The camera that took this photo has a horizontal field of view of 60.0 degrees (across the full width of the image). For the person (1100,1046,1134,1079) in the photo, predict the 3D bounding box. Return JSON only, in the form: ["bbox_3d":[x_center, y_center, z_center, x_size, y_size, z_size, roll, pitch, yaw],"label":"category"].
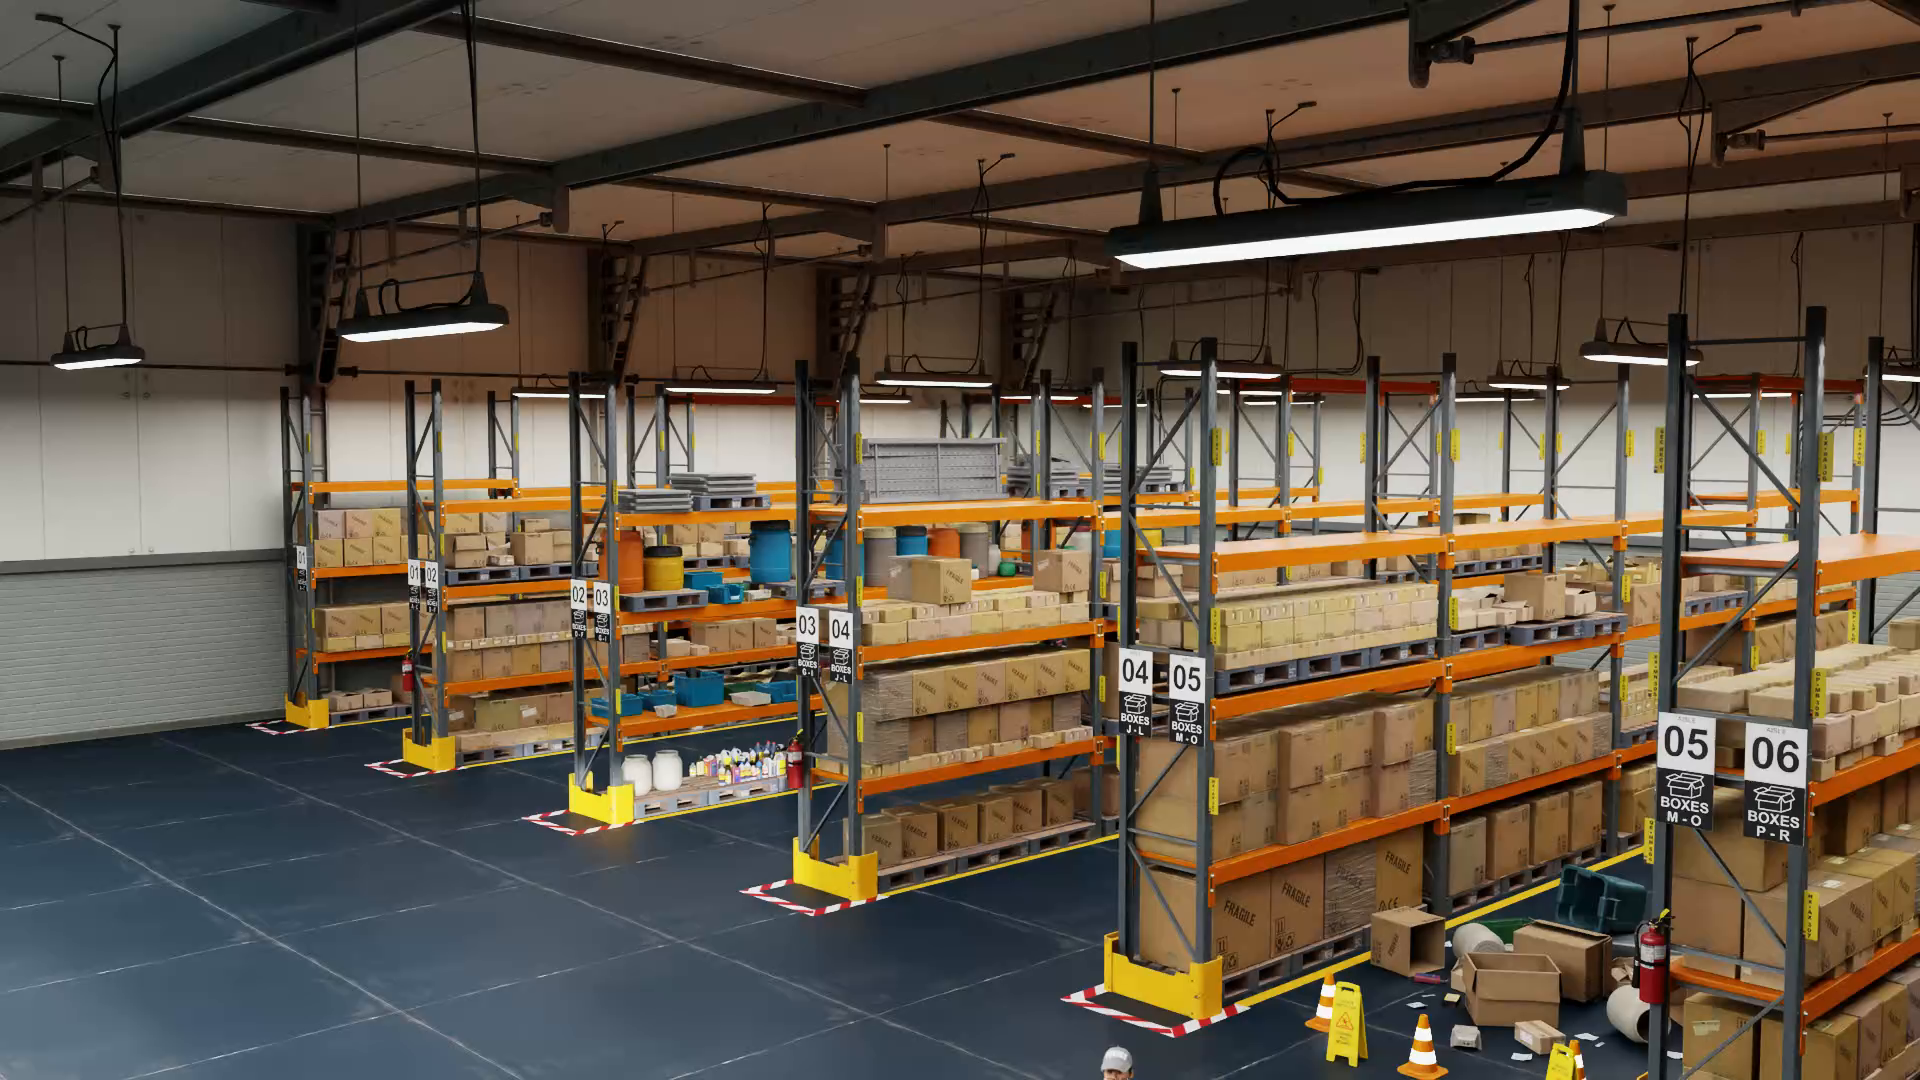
[{"bbox_3d":[0.956,3.745,9.639,0.637,1.629,0.607,1,4,13],"label":"person"}]
